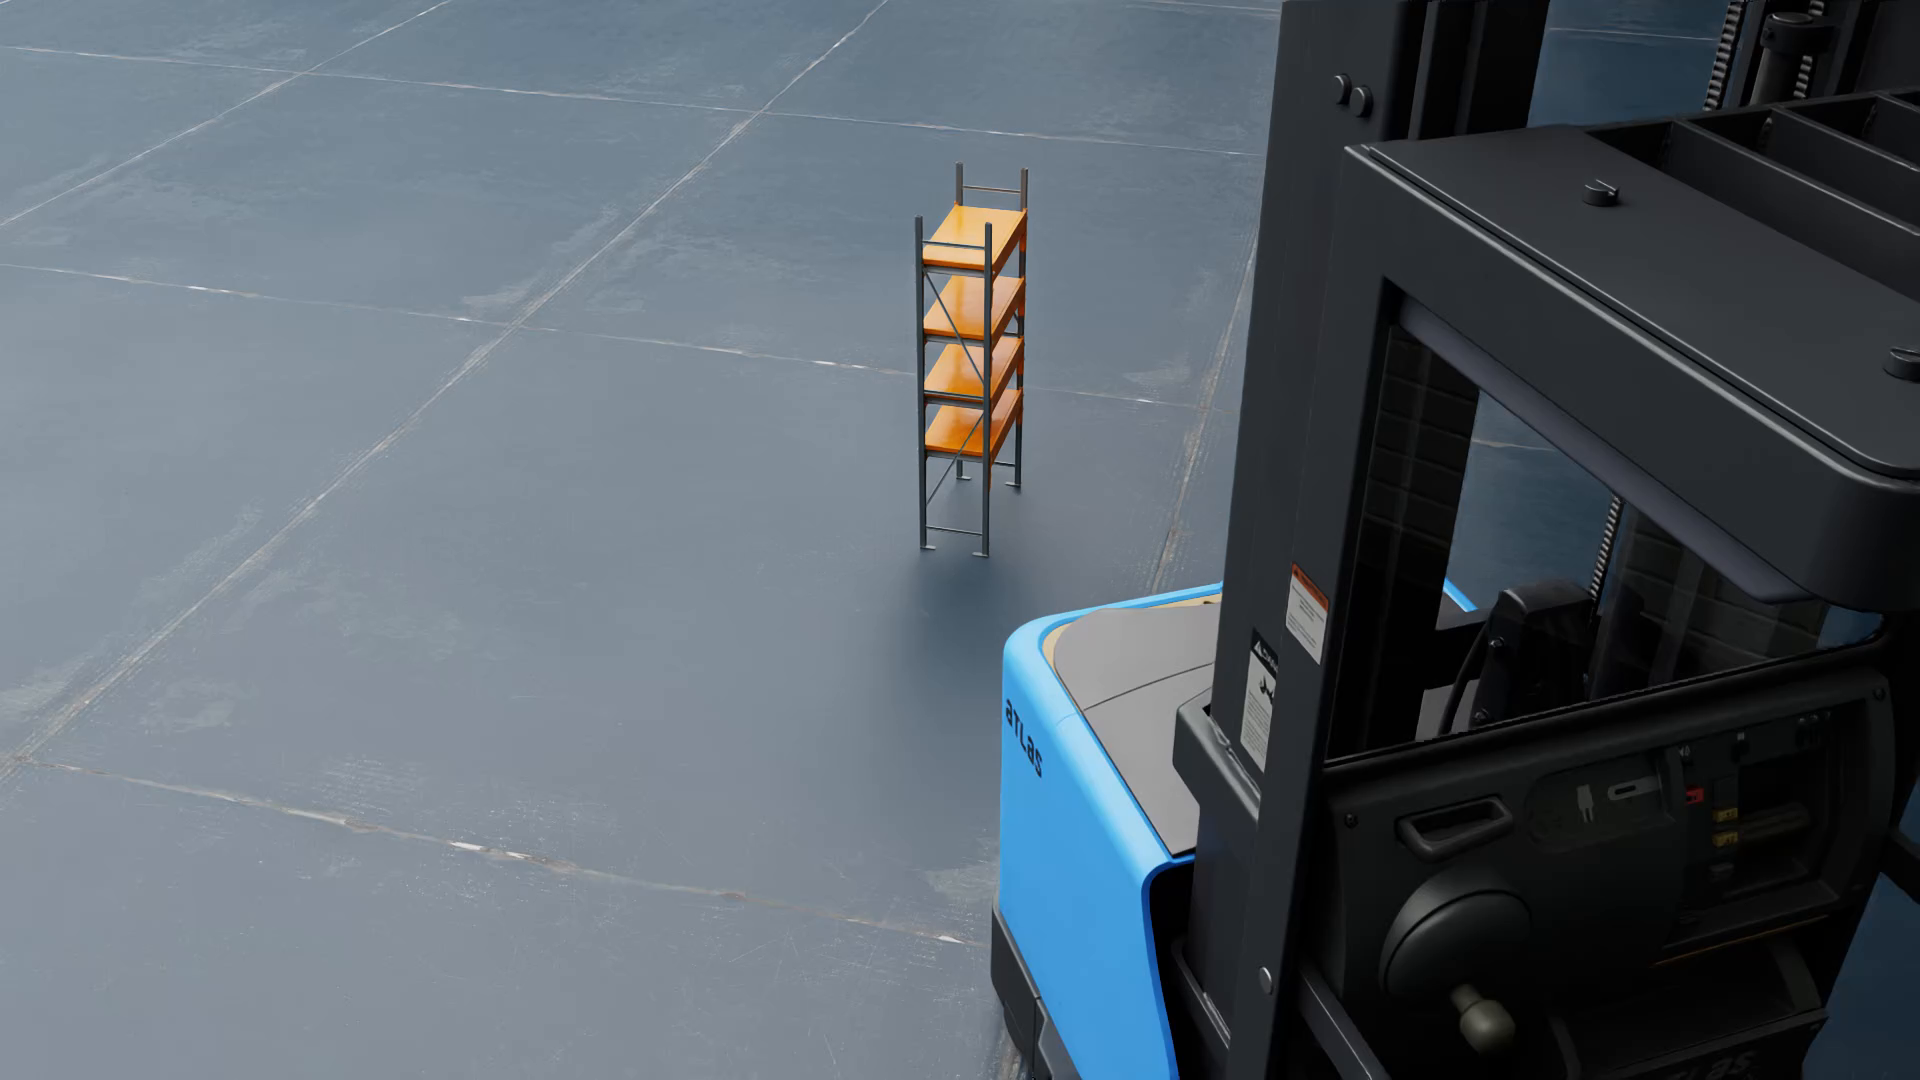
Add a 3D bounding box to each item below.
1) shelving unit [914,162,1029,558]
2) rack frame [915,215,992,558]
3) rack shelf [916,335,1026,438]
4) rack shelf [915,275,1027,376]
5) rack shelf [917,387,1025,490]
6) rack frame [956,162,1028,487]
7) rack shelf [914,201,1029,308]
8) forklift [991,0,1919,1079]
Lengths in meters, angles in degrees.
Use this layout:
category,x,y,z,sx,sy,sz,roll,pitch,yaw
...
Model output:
category,x,y,z,sx,sy,sz,roll,pitch,yaw
shelving unit,0.042,-0.592,5.563,0.258,1.200,0.503,8,33,12
rack frame,-0.020,-0.466,5.364,0.240,1.200,0.015,8,33,12
rack shelf,0.042,-0.535,5.599,0.258,0.148,0.480,8,33,12
rack shelf,0.042,-0.724,5.479,0.258,0.148,0.480,8,33,12
rack shelf,0.042,-0.368,5.706,0.258,0.148,0.480,8,33,12
rack frame,0.104,-0.719,5.762,0.240,1.200,0.015,8,33,12
rack shelf,0.042,-0.924,5.352,0.258,0.148,0.480,8,33,12
forklift,1.018,0.511,2.214,1.130,2.935,3.031,-10,34,-15
